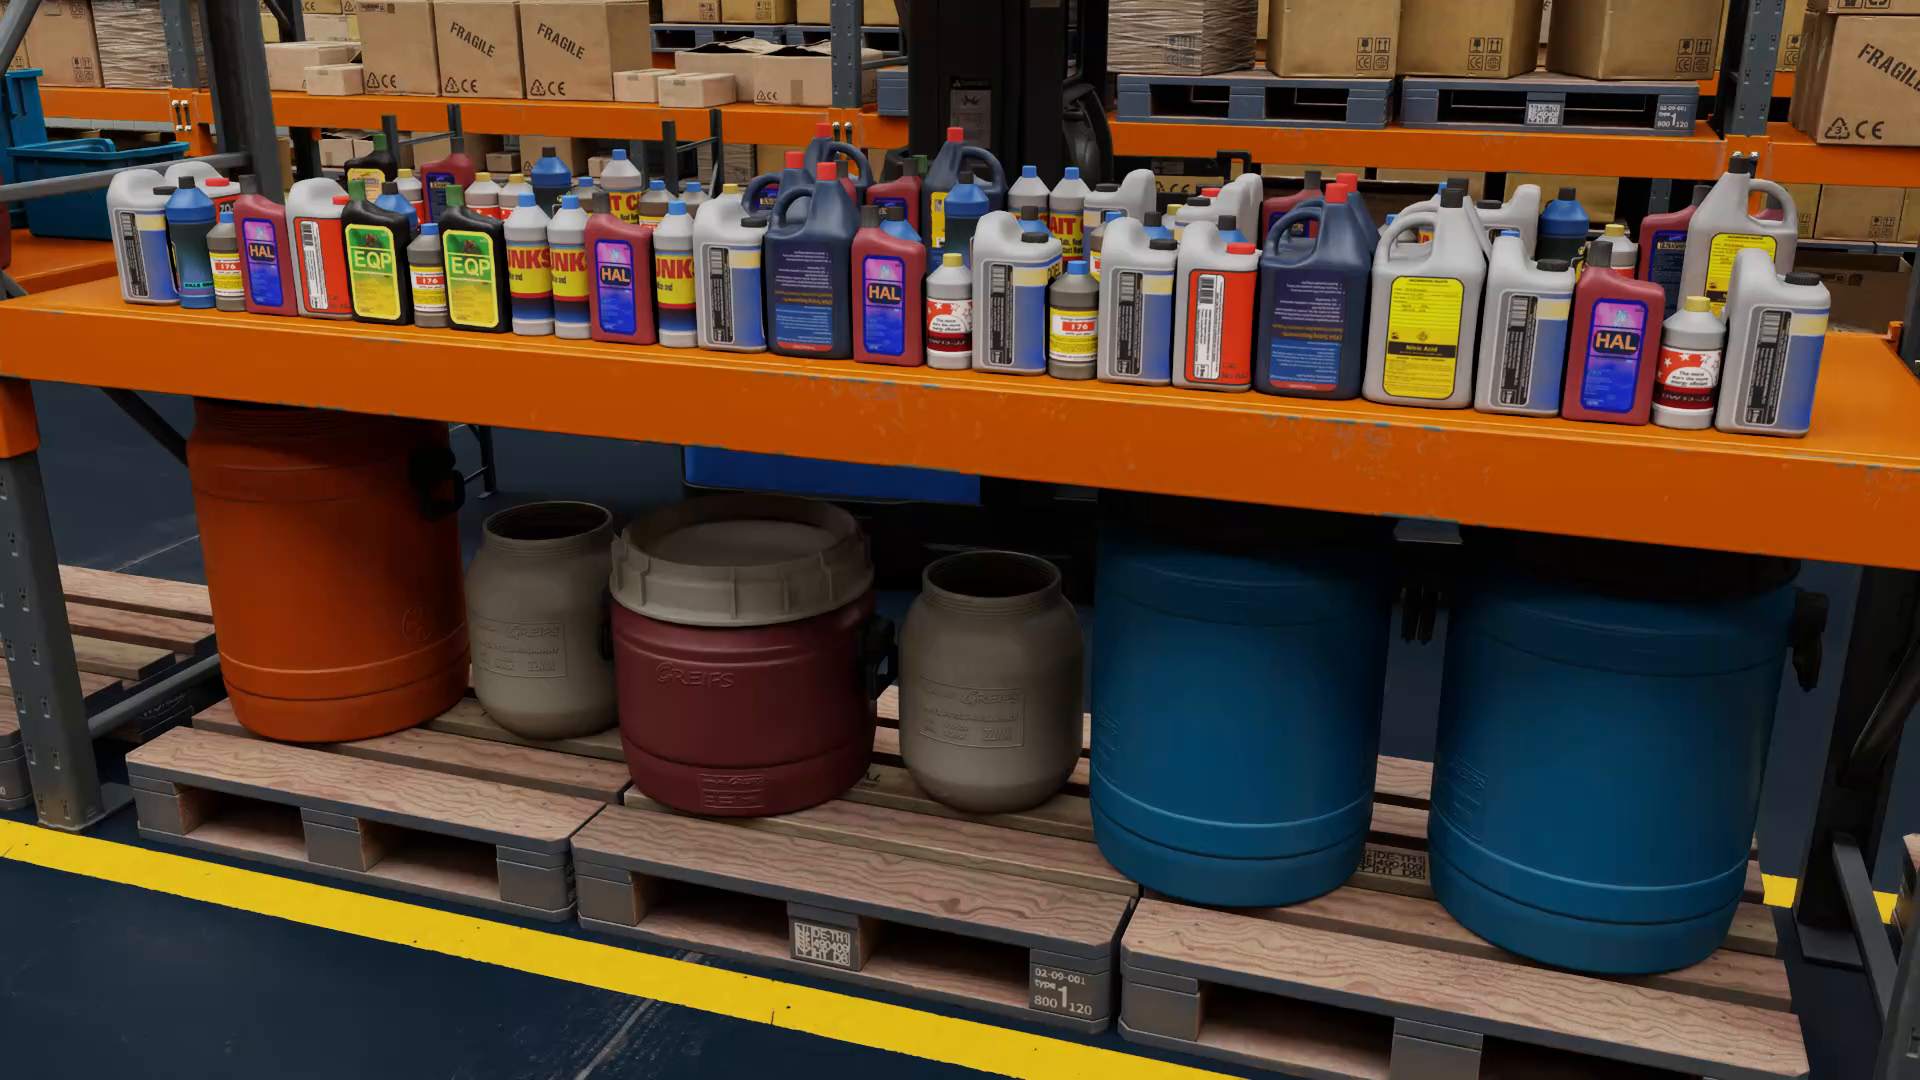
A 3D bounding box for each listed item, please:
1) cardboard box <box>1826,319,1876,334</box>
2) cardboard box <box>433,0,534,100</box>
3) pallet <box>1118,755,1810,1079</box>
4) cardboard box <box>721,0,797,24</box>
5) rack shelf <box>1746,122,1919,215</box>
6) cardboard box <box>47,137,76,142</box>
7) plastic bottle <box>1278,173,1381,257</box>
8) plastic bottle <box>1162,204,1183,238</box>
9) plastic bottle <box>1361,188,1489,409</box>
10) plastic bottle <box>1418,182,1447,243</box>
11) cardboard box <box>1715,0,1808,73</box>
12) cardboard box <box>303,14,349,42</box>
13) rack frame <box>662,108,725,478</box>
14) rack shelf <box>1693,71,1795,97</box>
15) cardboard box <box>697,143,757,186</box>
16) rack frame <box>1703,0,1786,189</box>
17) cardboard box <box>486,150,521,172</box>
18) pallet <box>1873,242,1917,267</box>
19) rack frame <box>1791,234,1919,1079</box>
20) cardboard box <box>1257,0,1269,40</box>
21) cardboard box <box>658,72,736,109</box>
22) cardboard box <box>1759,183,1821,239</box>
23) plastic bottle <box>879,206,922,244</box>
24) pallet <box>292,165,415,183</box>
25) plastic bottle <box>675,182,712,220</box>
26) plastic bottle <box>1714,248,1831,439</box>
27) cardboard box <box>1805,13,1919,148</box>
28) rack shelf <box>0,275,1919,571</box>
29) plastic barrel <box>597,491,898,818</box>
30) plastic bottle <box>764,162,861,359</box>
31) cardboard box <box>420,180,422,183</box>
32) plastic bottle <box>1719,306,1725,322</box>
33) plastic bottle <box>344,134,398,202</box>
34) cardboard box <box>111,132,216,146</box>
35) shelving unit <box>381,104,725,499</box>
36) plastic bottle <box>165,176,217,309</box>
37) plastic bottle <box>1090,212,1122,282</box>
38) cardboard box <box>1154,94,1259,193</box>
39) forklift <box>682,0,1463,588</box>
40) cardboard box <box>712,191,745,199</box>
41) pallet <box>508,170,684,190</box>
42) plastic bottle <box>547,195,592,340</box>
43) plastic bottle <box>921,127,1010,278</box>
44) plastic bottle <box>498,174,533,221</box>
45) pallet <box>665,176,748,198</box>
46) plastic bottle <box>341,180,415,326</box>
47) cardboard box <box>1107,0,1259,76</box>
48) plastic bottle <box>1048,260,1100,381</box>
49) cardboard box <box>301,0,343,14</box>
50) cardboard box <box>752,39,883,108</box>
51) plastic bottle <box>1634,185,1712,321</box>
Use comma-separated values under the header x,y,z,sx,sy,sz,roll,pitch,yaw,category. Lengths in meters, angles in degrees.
x,y,z,sx,sy,sz,roll,pitch,yaw,category
3.706,-0.796,7.219,0.500,0.311,0.500,7,20,18,cardboard box
-2.486,-2.683,9.063,0.500,0.500,0.500,7,20,18,cardboard box
1.036,0.790,3.490,1.213,0.211,1.003,7,20,18,pallet
-1.559,-4.502,13.614,0.500,0.500,0.700,9,21,24,cardboard box
5.270,-1.415,6.670,4.000,0.370,1.077,7,20,18,rack shelf
-5.628,-2.181,10.176,0.500,0.500,0.500,7,20,18,cardboard box
0.648,-0.470,2.941,0.185,0.351,0.144,7,20,18,plastic bottle
0.464,-0.626,3.618,0.097,0.201,0.097,0,19,0,plastic bottle
0.776,-0.405,2.756,0.185,0.351,0.144,7,20,18,plastic bottle
0.993,-0.599,3.433,0.097,0.271,0.097,0,19,0,plastic bottle
5.509,-3.589,11.359,0.700,0.700,0.980,7,20,19,cardboard box
-5.481,-4.543,14.749,0.500,0.250,0.500,6,20,16,cardboard box
-0.919,-0.754,5.962,0.032,1.500,0.500,4,20,11,rack frame
6.892,-2.955,11.090,4.000,0.370,1.077,7,20,18,rack shelf
-1.854,-3.328,14.196,0.500,0.500,0.700,7,20,20,cardboard box
3.380,-1.970,7.172,0.127,3.000,1.000,7,20,18,rack frame
-4.059,-3.416,14.981,0.250,0.149,0.380,5,20,14,cardboard box
6.851,-1.957,11.369,1.213,0.211,1.003,7,20,18,pallet
1.751,-0.431,2.755,0.127,3.000,1.000,7,20,18,rack frame
2.090,-3.949,12.213,0.500,0.500,0.500,7,20,20,cardboard box
-1.338,-2.295,8.485,0.250,0.149,0.380,7,20,18,cardboard box
5.675,-2.416,11.611,0.500,0.500,0.700,7,20,19,cardboard box
-0.119,-0.483,3.100,0.097,0.271,0.097,0,19,0,plastic bottle
-5.505,-3.383,15.462,1.213,0.211,1.003,7,20,18,pallet
-0.632,-0.752,3.977,0.097,0.201,0.097,0,19,0,plastic bottle
1.273,-0.314,2.609,0.135,0.276,0.152,7,20,18,plastic bottle
3.772,-1.878,6.754,0.500,0.500,0.500,7,20,19,cardboard box
-0.138,-0.307,3.493,4.000,0.370,1.077,7,20,18,rack shelf
-0.493,0.247,3.835,0.708,0.588,0.600,7,20,18,plastic barrel
-0.265,-0.524,3.097,0.185,0.351,0.144,7,20,18,plastic bottle
-3.206,-1.990,9.916,0.500,0.311,0.500,7,20,20,cardboard box
1.296,-0.320,2.738,0.097,0.201,0.097,0,19,0,plastic bottle
-1.505,-0.897,4.268,0.133,0.283,0.061,7,20,18,plastic bottle
-4.987,-2.288,10.482,0.500,0.500,0.500,7,20,18,cardboard box
-1.416,-0.789,6.061,1.048,1.500,0.538,4,20,11,shelving unit
-1.624,-0.634,3.532,0.097,0.271,0.097,0,19,0,plastic bottle
0.322,-0.590,3.512,0.097,0.201,0.097,0,19,0,plastic bottle
1.876,-3.006,12.771,0.750,0.750,0.750,6,20,17,cardboard box
0.612,-1.342,5.472,3.031,2.935,1.130,4,20,11,forklift
-1.296,-1.769,9.282,0.500,0.311,0.500,6,20,17,cardboard box
-3.201,-3.120,14.706,1.213,0.211,1.003,7,20,18,pallet
-0.751,-0.534,3.246,0.097,0.271,0.097,0,19,0,plastic bottle
0.012,-0.740,3.718,0.185,0.351,0.144,7,20,18,plastic bottle
-1.092,-0.804,4.128,0.097,0.201,0.097,0,19,0,plastic bottle
-1.819,-2.975,14.290,1.213,0.211,1.003,7,20,18,pallet
-1.176,-0.582,3.365,0.133,0.283,0.061,7,20,18,plastic bottle
1.035,-2.457,7.777,0.500,0.500,0.700,11,22,28,cardboard box
0.206,-0.391,2.944,0.097,0.201,0.097,0,19,0,plastic bottle
-5.517,-4.898,14.630,0.500,0.500,0.500,7,20,18,cardboard box
-0.727,-2.413,8.578,0.500,0.311,0.500,8,21,21,cardboard box
1.419,-0.562,3.309,0.133,0.283,0.061,7,20,18,plastic bottle
